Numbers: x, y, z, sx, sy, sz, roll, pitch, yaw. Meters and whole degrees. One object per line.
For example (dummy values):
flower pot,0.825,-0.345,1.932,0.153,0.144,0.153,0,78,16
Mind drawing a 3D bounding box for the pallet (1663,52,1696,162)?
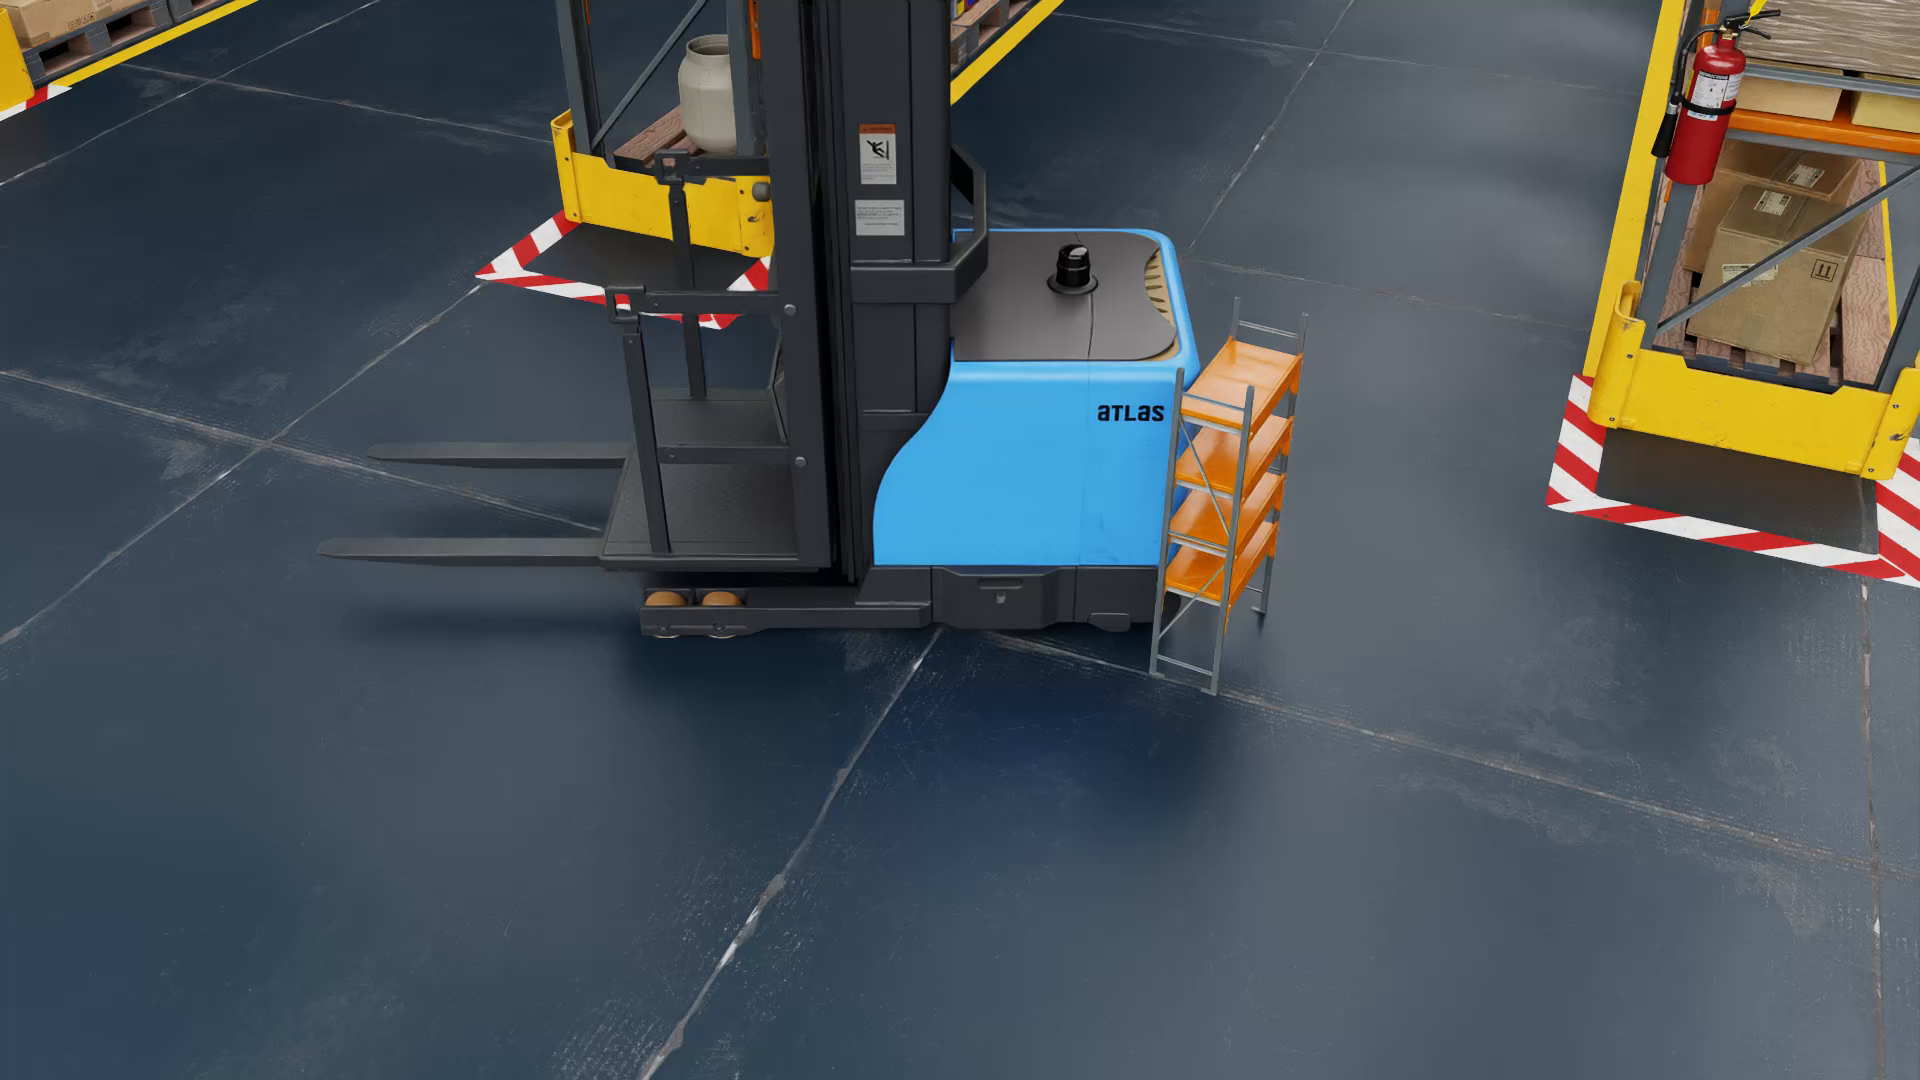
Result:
pallet,4.473,-2.328,9.188,1.003,0.211,1.213,14,39,18

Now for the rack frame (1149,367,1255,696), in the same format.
rack frame,0.751,0.004,5.243,0.240,1.200,0.015,18,40,22

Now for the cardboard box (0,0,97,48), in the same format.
cardboard box,-5.576,-3.182,9.947,0.500,0.250,0.500,14,39,18

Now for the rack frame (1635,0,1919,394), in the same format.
rack frame,3.174,-1.610,5.899,1.000,3.000,0.127,14,39,18

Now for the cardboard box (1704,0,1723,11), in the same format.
cardboard box,3.488,-2.372,6.586,0.875,0.500,0.500,14,39,18

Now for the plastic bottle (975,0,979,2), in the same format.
plastic bottle,0.064,-3.540,10.325,0.144,0.351,0.185,12,38,15

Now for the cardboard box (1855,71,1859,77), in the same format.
cardboard box,3.616,-1.747,6.292,0.380,0.149,0.250,14,39,18

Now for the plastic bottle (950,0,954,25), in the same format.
plastic bottle,-0.124,-3.242,9.989,0.152,0.276,0.135,15,39,19

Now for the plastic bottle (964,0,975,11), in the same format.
plastic bottle,0.041,-3.413,10.212,0.061,0.283,0.133,16,40,21

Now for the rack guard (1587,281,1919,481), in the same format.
rack guard,3.203,-0.651,6.703,1.175,0.500,0.348,14,39,18

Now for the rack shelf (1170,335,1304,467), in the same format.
rack shelf,0.865,-0.440,5.180,0.258,0.148,0.480,18,40,22

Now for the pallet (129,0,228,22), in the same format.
pallet,-5.268,-3.858,11.235,1.003,0.211,1.213,14,39,18

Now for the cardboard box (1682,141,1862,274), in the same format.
cardboard box,3.623,-1.458,7.432,0.500,0.500,0.500,25,43,29

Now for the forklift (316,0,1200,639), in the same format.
forklift,-0.741,-1.147,5.337,3.031,2.935,1.130,0,37,0

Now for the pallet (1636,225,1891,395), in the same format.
pallet,3.545,-0.977,7.381,1.003,0.211,1.213,14,39,18

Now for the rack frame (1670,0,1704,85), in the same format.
rack frame,4.696,-3.825,8.862,1.000,3.000,0.127,14,39,18

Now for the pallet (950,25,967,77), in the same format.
pallet,-0.641,-2.796,9.814,1.003,0.211,1.213,14,39,18

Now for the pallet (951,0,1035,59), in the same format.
pallet,-0.178,-3.474,10.721,1.003,0.211,1.213,14,39,18

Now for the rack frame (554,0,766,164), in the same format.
rack frame,-1.406,-2.738,7.408,1.000,3.000,0.127,14,39,18

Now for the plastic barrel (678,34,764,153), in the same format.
plastic barrel,-1.226,-2.292,8.538,0.421,0.512,0.421,0,37,0

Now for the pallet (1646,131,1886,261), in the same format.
pallet,4.011,-1.650,8.281,1.003,0.211,1.213,14,39,18

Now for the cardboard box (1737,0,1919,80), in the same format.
cardboard box,3.409,-2.068,6.179,0.875,0.500,0.500,14,39,18

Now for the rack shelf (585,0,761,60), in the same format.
rack shelf,-0.645,-3.557,9.105,1.077,0.370,4.000,14,39,18

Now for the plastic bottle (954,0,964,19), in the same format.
plastic bottle,-0.059,-3.361,10.086,0.144,0.351,0.185,14,39,17

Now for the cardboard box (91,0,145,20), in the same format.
cardboard box,-5.389,-3.460,10.319,0.500,0.250,0.500,14,39,18

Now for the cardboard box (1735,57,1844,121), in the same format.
cardboard box,3.092,-1.714,6.248,0.380,0.149,0.250,14,39,18

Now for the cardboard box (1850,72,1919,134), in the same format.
cardboard box,3.503,-1.613,6.112,0.380,0.149,0.250,14,39,18

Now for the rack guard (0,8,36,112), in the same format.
rack guard,-5.995,-2.854,9.651,1.175,0.500,0.348,14,39,18

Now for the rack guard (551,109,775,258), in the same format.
rack guard,-1.421,-1.790,8.227,1.175,0.500,0.348,14,39,18

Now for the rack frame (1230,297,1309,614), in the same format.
rack frame,0.979,-0.255,5.589,0.240,1.200,0.015,18,40,22

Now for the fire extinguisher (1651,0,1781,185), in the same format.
fire extinguisher,2.704,-1.621,5.977,0.296,0.674,0.183,14,39,18

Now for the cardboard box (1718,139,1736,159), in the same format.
cardboard box,3.879,-1.800,7.890,0.500,0.500,0.500,18,40,22

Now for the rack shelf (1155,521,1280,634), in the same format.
rack shelf,0.865,0.087,5.575,0.258,0.148,0.480,18,40,22

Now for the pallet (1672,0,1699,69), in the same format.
pallet,4.991,-3.139,10.274,1.003,0.211,1.213,14,39,18

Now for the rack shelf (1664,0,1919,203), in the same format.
rack shelf,3.935,-2.429,7.595,1.077,0.370,4.000,14,39,18

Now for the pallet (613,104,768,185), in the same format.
pallet,-1.107,-2.123,8.914,1.003,0.211,1.213,14,39,18

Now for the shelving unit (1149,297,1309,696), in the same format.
shelving unit,0.865,-0.126,5.416,0.258,1.200,0.503,18,40,22

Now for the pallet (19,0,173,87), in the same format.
pallet,-5.733,-3.185,10.334,1.003,0.211,1.213,14,39,18

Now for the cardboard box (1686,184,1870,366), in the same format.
cardboard box,3.427,-1.119,6.979,0.500,0.500,0.500,21,42,26

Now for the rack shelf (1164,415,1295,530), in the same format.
rack shelf,0.865,-0.251,5.322,0.258,0.148,0.480,18,40,22

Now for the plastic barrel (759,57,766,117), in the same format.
plastic barrel,-1.036,-2.569,8.909,0.421,0.512,0.421,0,37,0

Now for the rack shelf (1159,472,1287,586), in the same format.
rack shelf,0.865,-0.072,5.456,0.258,0.148,0.480,18,40,22
